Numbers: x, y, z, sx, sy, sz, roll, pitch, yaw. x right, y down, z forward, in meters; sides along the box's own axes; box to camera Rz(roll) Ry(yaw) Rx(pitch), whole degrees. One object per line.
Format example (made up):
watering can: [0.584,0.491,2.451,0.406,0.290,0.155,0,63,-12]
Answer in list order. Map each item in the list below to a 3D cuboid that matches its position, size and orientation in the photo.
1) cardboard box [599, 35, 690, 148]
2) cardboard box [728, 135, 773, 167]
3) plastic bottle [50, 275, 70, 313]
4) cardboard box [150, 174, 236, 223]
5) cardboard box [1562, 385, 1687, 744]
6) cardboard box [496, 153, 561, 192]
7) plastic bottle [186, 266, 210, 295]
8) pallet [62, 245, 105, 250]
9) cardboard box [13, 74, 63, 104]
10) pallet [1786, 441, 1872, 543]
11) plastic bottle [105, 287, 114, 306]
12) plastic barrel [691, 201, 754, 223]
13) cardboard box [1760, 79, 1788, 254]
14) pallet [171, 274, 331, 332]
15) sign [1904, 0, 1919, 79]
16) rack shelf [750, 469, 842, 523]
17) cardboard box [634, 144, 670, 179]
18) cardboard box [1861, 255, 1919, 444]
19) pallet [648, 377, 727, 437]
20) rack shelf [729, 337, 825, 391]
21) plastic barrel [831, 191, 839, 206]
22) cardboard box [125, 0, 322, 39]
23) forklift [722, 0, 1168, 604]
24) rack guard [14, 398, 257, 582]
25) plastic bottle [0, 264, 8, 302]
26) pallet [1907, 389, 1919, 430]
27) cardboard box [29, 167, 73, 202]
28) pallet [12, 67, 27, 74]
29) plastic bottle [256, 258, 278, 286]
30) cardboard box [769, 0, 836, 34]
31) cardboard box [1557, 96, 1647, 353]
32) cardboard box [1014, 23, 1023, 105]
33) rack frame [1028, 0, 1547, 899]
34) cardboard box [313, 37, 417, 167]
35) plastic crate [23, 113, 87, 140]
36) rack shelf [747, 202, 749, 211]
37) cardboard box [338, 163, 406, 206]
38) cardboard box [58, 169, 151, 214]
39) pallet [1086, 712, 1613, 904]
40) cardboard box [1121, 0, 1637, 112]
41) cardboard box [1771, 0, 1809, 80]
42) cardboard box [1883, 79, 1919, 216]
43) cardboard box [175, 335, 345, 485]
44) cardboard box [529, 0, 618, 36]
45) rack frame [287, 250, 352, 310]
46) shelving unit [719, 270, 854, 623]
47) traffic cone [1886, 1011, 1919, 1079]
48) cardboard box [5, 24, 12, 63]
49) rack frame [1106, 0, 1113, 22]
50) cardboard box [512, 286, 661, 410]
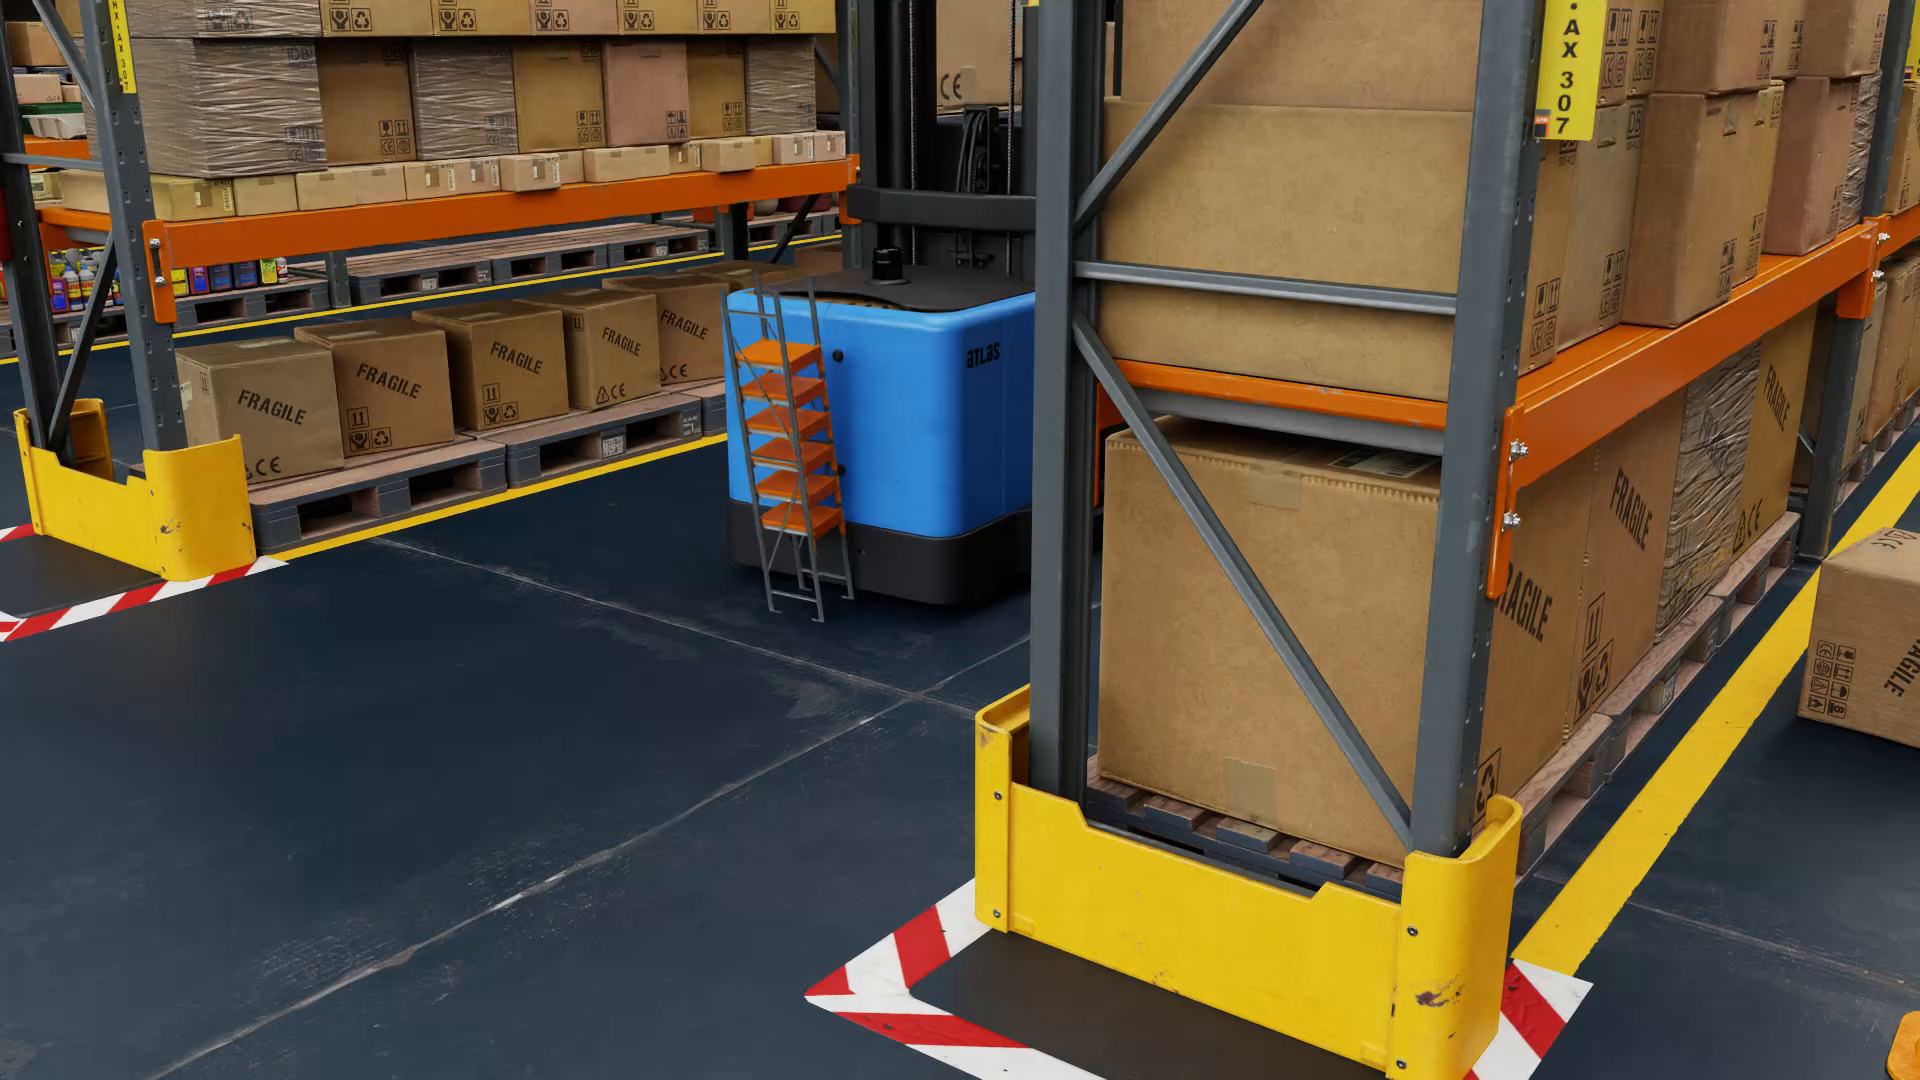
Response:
cardboard box: [-1.806,-2.190,8.069,0.875,0.500,0.500,12,21,35]
cardboard box: [-1.191,-2.017,8.603,0.380,0.149,0.250,12,21,35]
plastic bottle: [-5.826,-1.609,10.707,0.061,0.283,0.133,13,21,36]
cardboard box: [-2.967,-1.300,6.294,0.380,0.149,0.250,12,21,35]
cardboard box: [1.468,-0.062,4.761,0.875,0.875,0.875,12,21,34]
cardboard box: [-1.996,-1.640,7.390,0.380,0.149,0.250,12,21,35]
plastic bottle: [-5.253,-1.838,11.444,0.061,0.283,0.133,14,22,38]
pallet: [-8.491,-2.949,15.883,1.003,0.211,1.213,12,21,35]
cardboard box: [-8.641,-4.151,15.307,0.500,0.250,0.500,14,22,38]
pallet: [3.377,-0.311,7.390,1.003,0.211,1.213,12,21,35]
plastic bottle: [-5.653,-1.649,10.971,0.097,0.201,0.097,0,17,0]
plastic barrel: [-2.262,-3.458,15.773,0.600,0.830,0.708,12,21,35]
cardboard box: [2.042,-1.185,5.248,0.875,0.550,0.550,12,21,35]
pallet: [-5.357,-1.737,11.983,1.003,0.211,1.213,12,21,35]
sign: [3.424,-1.799,5.887,0.100,0.325,0.005,12,21,35]
rack shelf: [-0.567,-0.158,5.751,0.258,0.103,0.180,10,30,30]
cardboard box: [-1.622,-1.834,8.017,0.380,0.149,0.250,12,21,35]
cardboard box: [3.853,-0.965,7.878,1.050,0.750,0.750,12,21,35]
pallet: [-1.317,-0.849,9.120,1.003,0.211,1.213,12,21,35]
rack shelf: [-0.609,-0.589,5.544,0.258,0.103,0.180,10,30,30]
plastic barrel: [-1.324,-3.726,17.170,0.421,0.512,0.421,0,17,0]
cardboard box: [-2.782,-2.144,6.234,0.500,0.500,0.500,12,21,35]
forklift: [0.335,-1.557,6.814,1.130,2.935,3.031,11,20,31]
rack guard: [-3.283,-0.218,6.603,1.175,0.500,0.348,12,21,35]
plastic bottle: [-6.392,-1.748,11.167,0.152,0.276,0.135,13,21,35]
pallet: [4.831,-0.892,9.262,1.003,0.211,1.213,12,21,35]
cardboard box: [-8.453,-3.308,15.319,0.500,0.311,0.500,13,21,35]
pallet: [-11.643,-5.355,19.253,1.003,0.211,1.213,12,21,35]
plastic bottle: [-4.945,-1.962,11.841,0.061,0.283,0.133,14,22,37]
cardboard box: [-0.992,-2.858,8.533,0.500,0.500,0.500,12,21,35]
cardboard box: [1.089,-0.796,3.997,0.875,0.550,0.550,12,21,35]
cardboard box: [0.013,-3.026,10.547,0.797,0.503,0.637,15,23,40]
rack frame: [0.595,-0.493,3.274,1.000,3.000,0.127,12,21,35]
cardboard box: [-2.777,-1.850,6.973,0.875,0.500,0.500,12,21,35]
plastic crate: [-5.687,-2.664,10.710,0.530,0.136,0.437,12,21,35]
rack shelf: [0.246,-2.479,10.883,1.077,0.370,4.000,12,21,35]
cardboard box: [-2.510,-1.476,6.862,0.380,0.149,0.250,12,21,35]
cardboard box: [-3.325,-1.378,6.547,0.380,0.149,0.250,12,21,35]
pallet: [1.008,0.634,4.346,1.003,0.211,1.213,12,21,35]
cardboard box: [0.847,-1.162,3.354,0.875,0.550,0.550,12,21,35]
cardboard box: [2.064,-1.696,5.072,0.875,0.550,0.550,12,21,35]
cardboard box: [3.507,-1.571,6.577,0.500,0.500,0.500,13,21,35]
cardboard box: [-2.943,-0.546,6.952,0.500,0.500,0.500,-15,23,-40]
cardboard box: [-1.889,-2.501,7.384,0.500,0.500,0.500,12,21,35]
rack frame: [-4.923,-3.222,12.060,1.000,3.000,0.127,12,21,35]
shelving unit: [-0.581,-0.306,5.680,0.258,1.200,0.189,10,30,30]
traffic cone: [2.051,0.843,3.250,0.336,0.463,0.334,12,21,35]
cardboard box: [-11.493,-5.769,19.351,0.700,0.500,0.500,12,21,35]
rack frame: [1.438,-3.299,12.310,1.000,3.000,0.127,12,21,35]
cardboard box: [-1.858,-0.966,8.302,0.500,0.500,0.500,10,20,30]
